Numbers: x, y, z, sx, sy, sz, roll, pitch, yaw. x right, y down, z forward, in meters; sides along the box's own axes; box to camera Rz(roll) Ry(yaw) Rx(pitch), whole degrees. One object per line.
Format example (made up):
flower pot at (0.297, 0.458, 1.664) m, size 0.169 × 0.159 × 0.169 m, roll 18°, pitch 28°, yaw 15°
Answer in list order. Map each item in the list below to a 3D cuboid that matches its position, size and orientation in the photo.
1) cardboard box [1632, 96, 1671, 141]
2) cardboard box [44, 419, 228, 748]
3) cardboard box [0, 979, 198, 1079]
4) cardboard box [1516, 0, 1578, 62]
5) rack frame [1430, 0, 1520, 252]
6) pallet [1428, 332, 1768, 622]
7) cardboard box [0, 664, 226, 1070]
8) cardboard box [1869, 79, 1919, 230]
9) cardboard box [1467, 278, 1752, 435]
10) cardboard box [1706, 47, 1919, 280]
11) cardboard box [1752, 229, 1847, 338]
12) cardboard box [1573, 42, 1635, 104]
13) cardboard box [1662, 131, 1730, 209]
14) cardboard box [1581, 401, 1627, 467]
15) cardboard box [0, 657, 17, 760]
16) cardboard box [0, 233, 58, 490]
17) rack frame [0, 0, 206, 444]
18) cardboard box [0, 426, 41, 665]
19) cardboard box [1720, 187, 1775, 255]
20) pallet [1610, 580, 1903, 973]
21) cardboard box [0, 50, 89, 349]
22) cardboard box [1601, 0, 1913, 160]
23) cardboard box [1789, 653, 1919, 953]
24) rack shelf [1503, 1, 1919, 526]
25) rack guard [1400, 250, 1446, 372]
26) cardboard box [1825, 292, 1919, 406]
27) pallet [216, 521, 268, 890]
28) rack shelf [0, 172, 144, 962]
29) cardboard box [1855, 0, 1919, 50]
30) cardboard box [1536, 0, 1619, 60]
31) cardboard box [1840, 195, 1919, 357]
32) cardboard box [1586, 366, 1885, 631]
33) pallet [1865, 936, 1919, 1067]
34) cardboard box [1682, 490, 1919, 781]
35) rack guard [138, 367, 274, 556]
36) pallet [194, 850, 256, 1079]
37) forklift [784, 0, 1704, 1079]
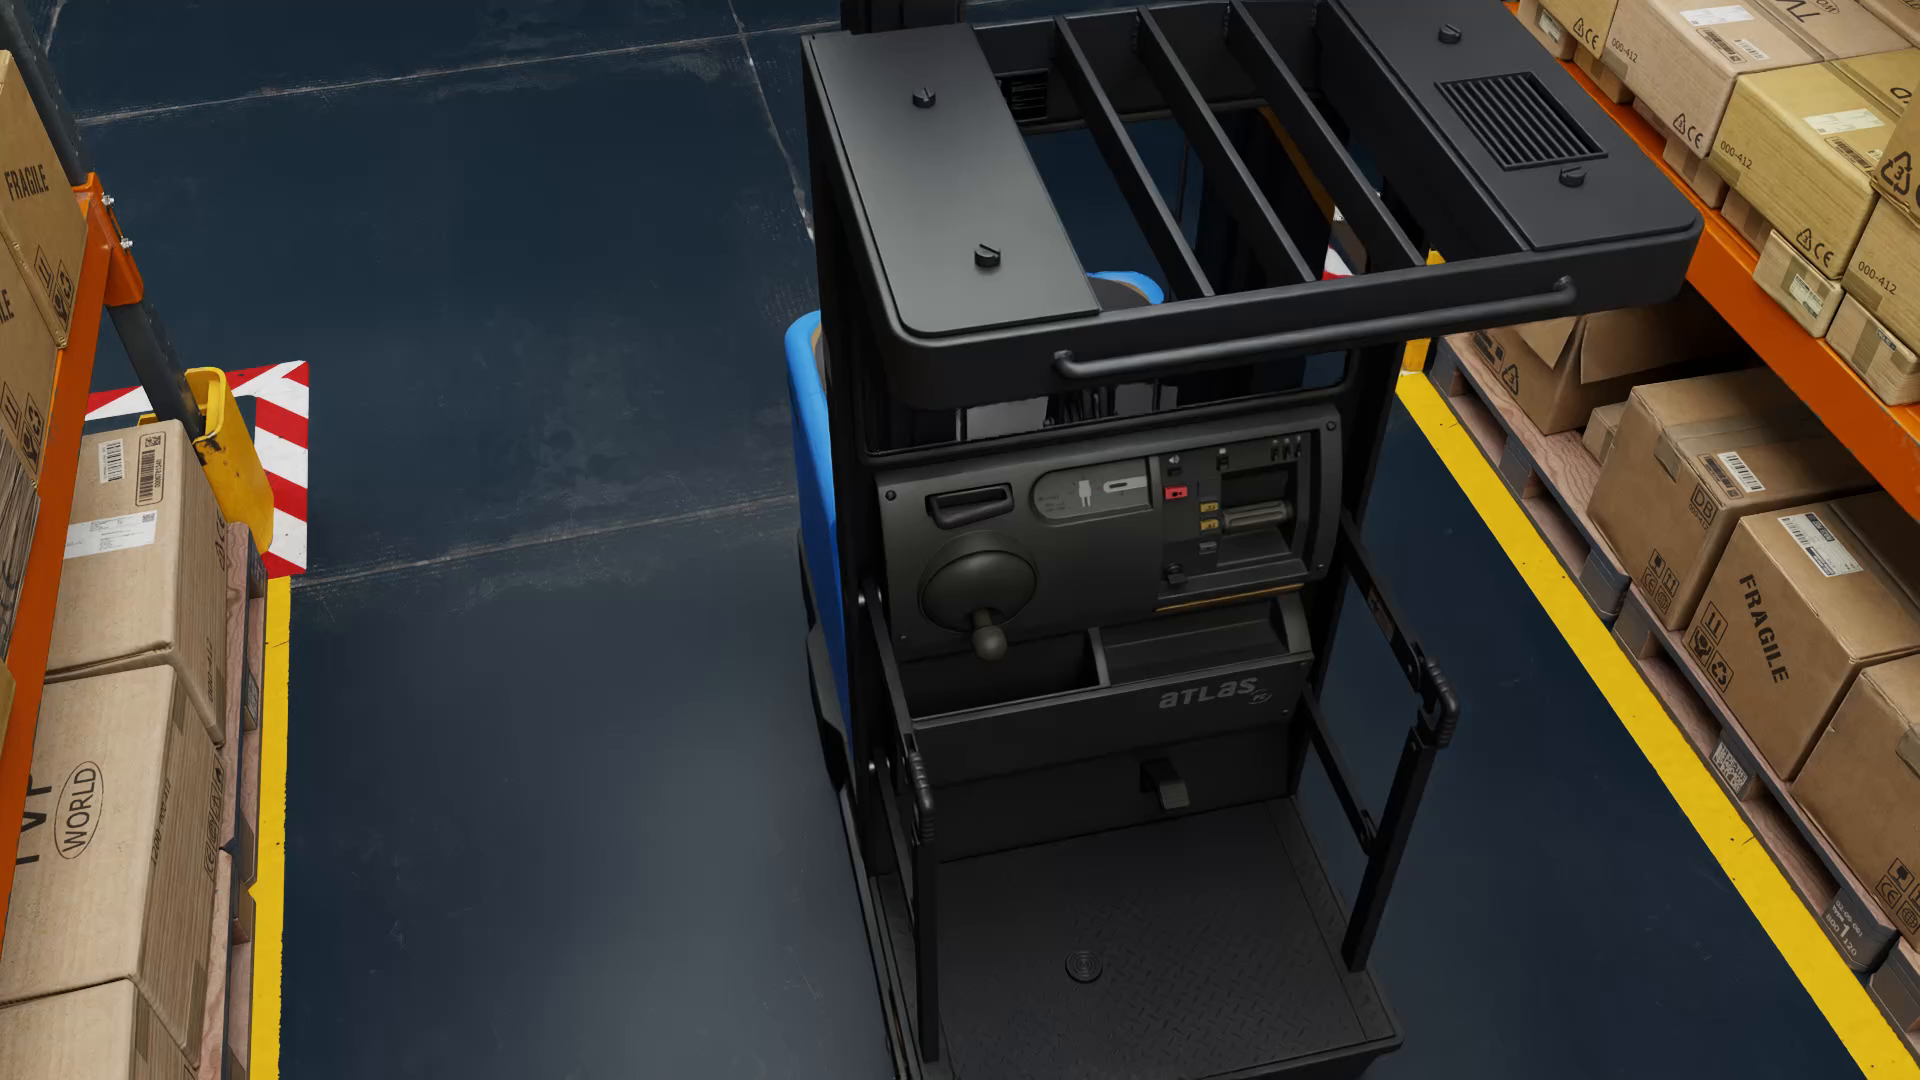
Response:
cardboard box at (2.070, -1.198, 4.500) m, size 0.380 × 0.149 × 0.250 m, roll -11°, pitch 47°, yaw -11°
cardboard box at (-2.491, 0.192, 4.462) m, size 0.875 × 0.438 × 0.875 m, roll -12°, pitch 47°, yaw -12°
cardboard box at (-2.019, 1.445, 3.234) m, size 0.875 × 0.438 × 0.875 m, roll -12°, pitch 47°, yaw -11°
cardboard box at (1.860, -1.541, 4.836) m, size 0.380 × 0.149 × 0.250 m, roll -11°, pitch 47°, yaw -11°
rack frame at (2.041, -1.906, 5.017) m, size 1.000 × 3.000 × 0.127 m, roll -11°, pitch 47°, yaw -10°
pallet at (2.265, -0.327, 5.423) m, size 1.003 × 0.211 × 1.213 m, roll -11°, pitch 47°, yaw -10°
cardboard box at (-2.249, 0.822, 3.844) m, size 0.875 × 0.438 × 0.875 m, roll -10°, pitch 46°, yaw -9°
cardboard box at (2.281, -0.822, 3.327) m, size 0.500 × 0.500 × 0.500 m, roll -10°, pitch 46°, yaw -9°
cardboard box at (2.106, -0.739, 5.328) m, size 0.797 × 0.503 × 0.637 m, roll -12°, pitch 47°, yaw -12°
cardboard box at (2.159, -0.897, 3.926) m, size 0.500 × 0.250 × 0.500 m, roll -12°, pitch 47°, yaw -11°
cardboard box at (2.141, -0.642, 3.955) m, size 0.380 × 0.149 × 0.250 m, roll -12°, pitch 47°, yaw -11°
cardboard box at (1.969, -1.374, 4.672) m, size 0.380 × 0.149 × 0.250 m, roll -10°, pitch 46°, yaw -9°
cardboard box at (2.076, -1.013, 4.318) m, size 0.380 × 0.149 × 0.250 m, roll -9°, pitch 46°, yaw -9°
cardboard box at (2.177, -0.315, 5.160) m, size 0.380 × 0.149 × 0.250 m, roll -12°, pitch 47°, yaw -12°
cardboard box at (-1.977, 0.311, 2.775) m, size 0.500 × 0.500 × 0.500 m, roll -9°, pitch 46°, yaw -9°
cardboard box at (-2.263, -0.397, 3.469) m, size 0.500 × 0.500 × 0.500 m, roll -12°, pitch 47°, yaw -11°
rack frame at (-2.757, -0.996, 4.125) m, size 1.000 × 3.000 × 0.127 m, roll -11°, pitch 47°, yaw -10°
cardboard box at (-2.122, -0.043, 3.122) m, size 0.500 × 0.500 × 0.500 m, roll -9°, pitch 46°, yaw -9°
cardboard box at (2.149, -0.830, 4.140) m, size 0.380 × 0.149 × 0.250 m, roll -10°, pitch 46°, yaw -10°
pallet at (2.574, 0.514, 4.599) m, size 1.003 × 0.211 × 1.213 m, roll -11°, pitch 47°, yaw -10°
cardboard box at (-2.377, -0.746, 3.811) m, size 0.500 × 0.500 × 0.500 m, roll -10°, pitch 47°, yaw -10°
cardboard box at (2.026, -1.247, 4.268) m, size 0.500 × 0.250 × 0.500 m, roll -10°, pitch 46°, yaw -10°
cardboard box at (2.553, 0.576, 4.042) m, size 0.700 × 0.500 × 0.500 m, roll -12°, pitch 47°, yaw -12°
rack shelf at (2.553, -0.273, 3.921) m, size 1.077 × 0.370 × 4.000 m, roll -11°, pitch 47°, yaw -10°
rack guard at (2.060, -0.978, 5.859) m, size 1.175 × 0.500 × 0.348 m, roll -11°, pitch 47°, yaw -10°
cardboard box at (2.228, -0.464, 3.781) m, size 0.380 × 0.149 × 0.250 m, roll -10°, pitch 46°, yaw -9°
pallet at (-2.476, 0.518, 4.594) m, size 1.003 × 0.211 × 1.213 m, roll -11°, pitch 47°, yaw -10°
rack shelf at (-2.245, 0.637, 3.029) m, size 1.077 × 0.370 × 4.000 m, roll -11°, pitch 47°, yaw -10°
cardboard box at (2.546, -1.332, 4.352) m, size 0.500 × 0.250 × 0.500 m, roll -11°, pitch 47°, yaw -10°
cardboard box at (1.896, -1.595, 4.609) m, size 0.500 × 0.250 × 0.500 m, roll -10°, pitch 47°, yaw -10°
cardboard box at (2.310, -0.548, 3.584) m, size 0.500 × 0.250 × 0.500 m, roll -12°, pitch 47°, yaw -11°
cardboard box at (2.287, -0.141, 4.744) m, size 0.700 × 0.500 × 0.500 m, roll -9°, pitch 46°, yaw -9°
pallet at (2.890, 1.358, 3.772) m, size 1.003 × 0.211 × 1.213 m, roll -11°, pitch 47°, yaw -10°
cardboard box at (2.326, 0.242, 4.368) m, size 0.500 × 0.500 × 0.500 m, roll -10°, pitch 46°, yaw -10°
rack guard at (-2.763, -0.137, 5.034) m, size 1.175 × 0.500 × 0.348 m, roll -11°, pitch 47°, yaw -10°
pallet at (-2.168, 1.359, 3.771) m, size 1.003 × 0.211 × 1.213 m, roll -11°, pitch 47°, yaw -10°
forklift at (0.354, 0.084, 3.115) m, size 1.130 × 2.935 × 3.031 m, roll -9°, pitch 46°, yaw -9°
